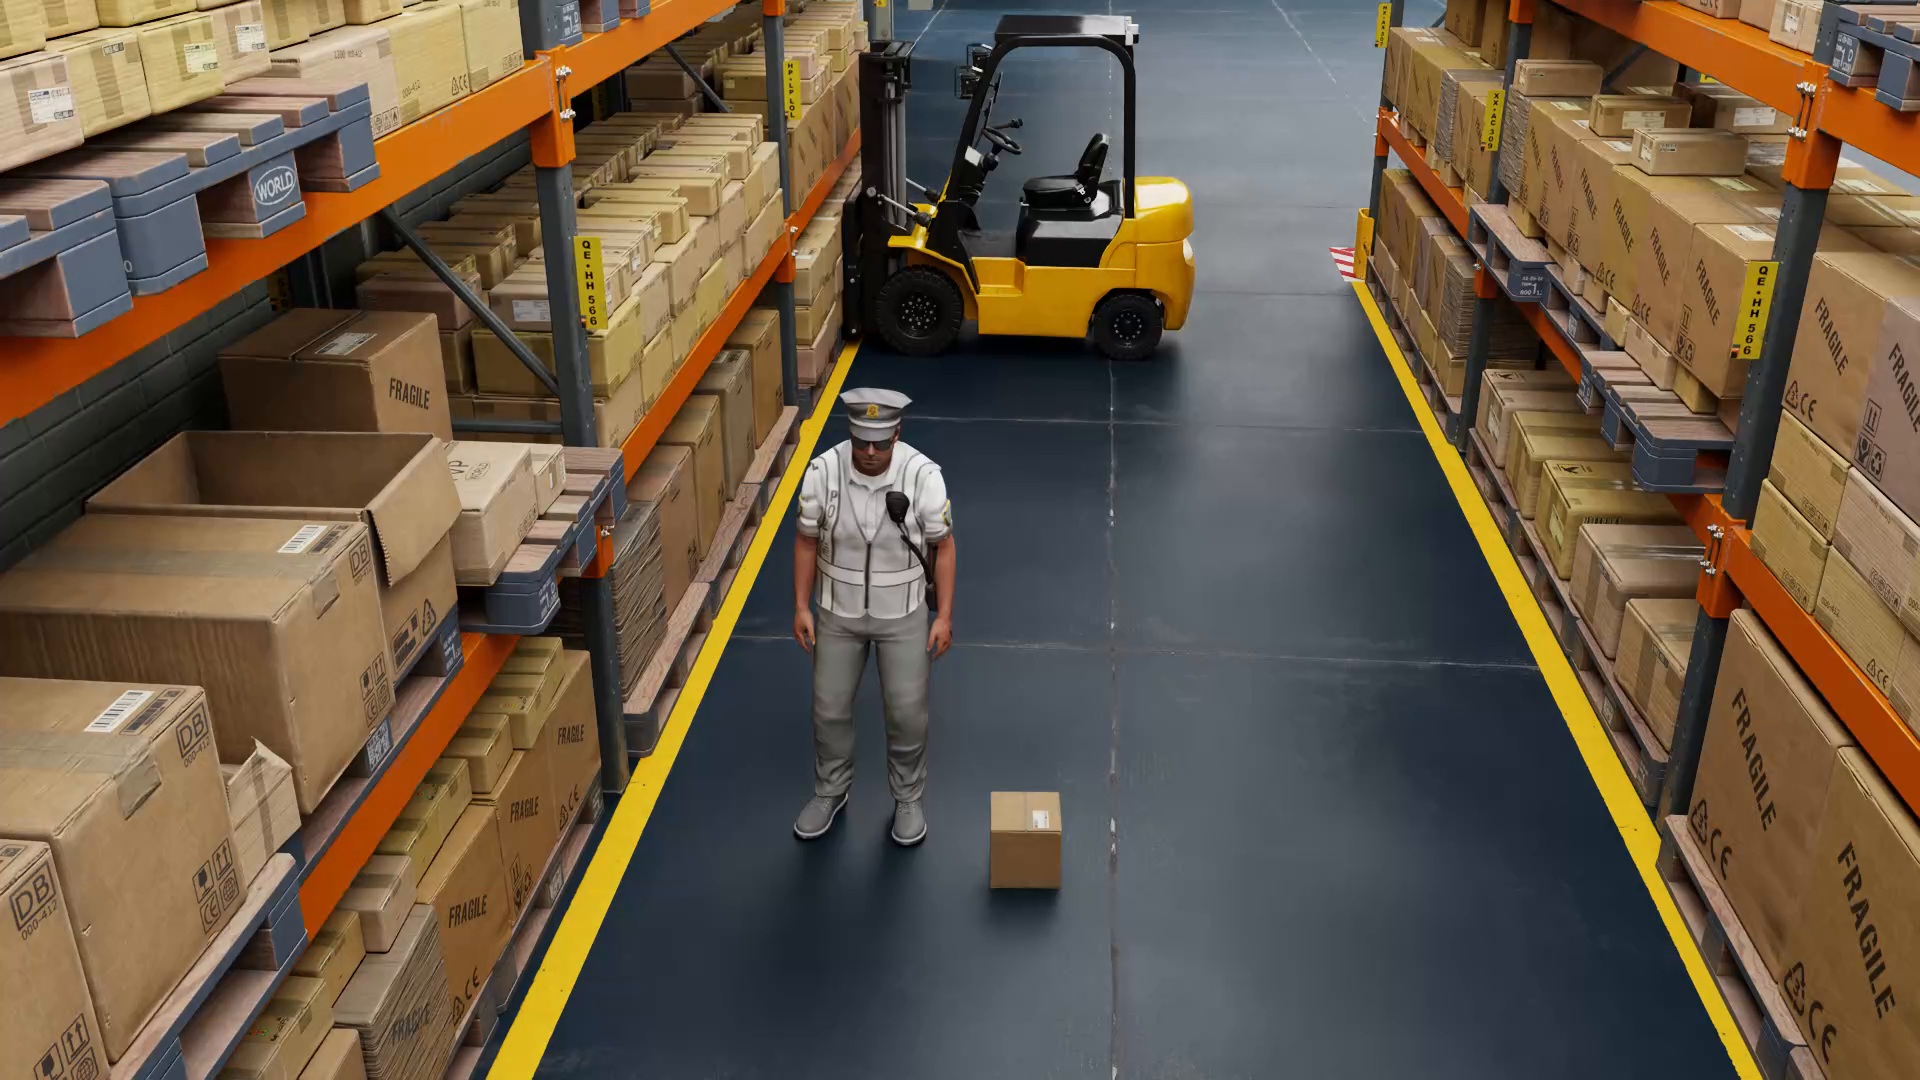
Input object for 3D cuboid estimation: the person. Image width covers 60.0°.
[{"bbox_3d":[-0.370,0.277,5.983,0.500,1.747,0.329,2,24,5],"label":"person"}]
